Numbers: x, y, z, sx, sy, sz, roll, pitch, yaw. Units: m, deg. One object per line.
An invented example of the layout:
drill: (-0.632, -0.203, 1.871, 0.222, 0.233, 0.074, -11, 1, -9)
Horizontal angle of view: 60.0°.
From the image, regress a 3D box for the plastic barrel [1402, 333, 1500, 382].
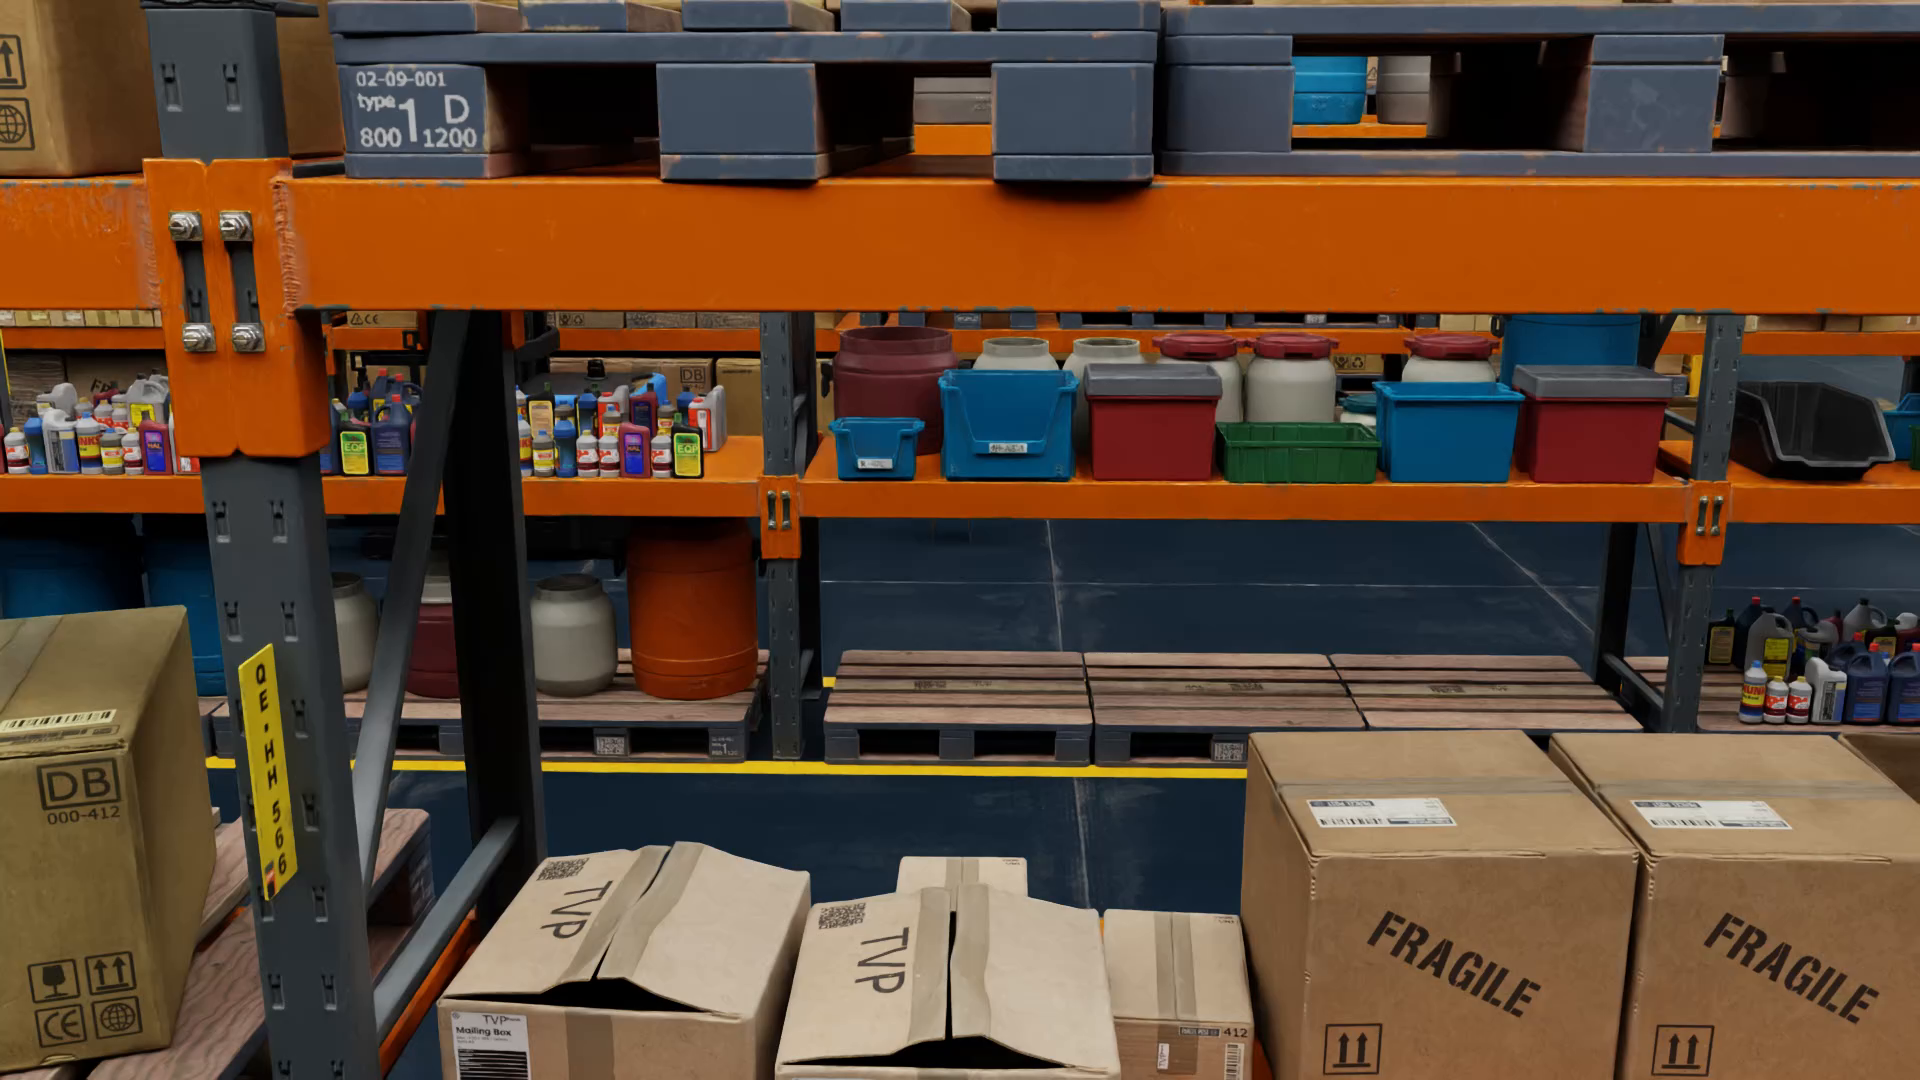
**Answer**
plastic barrel: (2.274, -0.677, 7.759, 0.433, 0.535, 0.433, 0, 15, 0)

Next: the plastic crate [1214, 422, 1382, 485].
plastic crate: (1.477, -0.386, 7.338, 0.662, 0.188, 0.450, 0, 15, 1)

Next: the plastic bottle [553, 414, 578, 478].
plastic bottle: (-1.729, -0.415, 7.284, 0.097, 0.271, 0.097, 0, 15, 0)

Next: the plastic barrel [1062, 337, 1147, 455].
plastic barrel: (0.681, -0.674, 7.796, 0.421, 0.512, 0.421, 0, 15, 0)

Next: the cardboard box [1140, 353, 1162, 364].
cardboard box: (1.992, -2.180, 17.309, 0.750, 0.750, 1.050, 0, 15, 1)

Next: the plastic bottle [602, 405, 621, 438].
plastic bottle: (-1.645, -0.535, 7.878, 0.097, 0.201, 0.097, 0, 15, 0)

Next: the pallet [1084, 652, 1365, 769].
pallet: (1.216, 0.797, 7.906, 1.213, 0.211, 1.003, 0, 15, 1)

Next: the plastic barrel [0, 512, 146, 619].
plastic barrel: (-4.229, 0.218, 7.922, 0.708, 0.901, 0.600, 0, 15, 1)

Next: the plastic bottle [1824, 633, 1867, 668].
plastic bottle: (4.025, 0.593, 7.541, 0.185, 0.351, 0.144, 0, 15, 1)

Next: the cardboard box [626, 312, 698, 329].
cardboard box: (-2.164, -1.834, 12.215, 0.500, 0.500, 0.500, 0, 15, 0)

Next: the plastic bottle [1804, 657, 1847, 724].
plastic bottle: (3.856, 0.664, 7.419, 0.135, 0.276, 0.152, 1, 15, 3)

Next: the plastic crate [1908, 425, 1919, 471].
plastic crate: (4.575, -0.366, 7.261, 0.662, 0.188, 0.450, 0, 15, 1)

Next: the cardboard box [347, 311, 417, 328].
cardboard box: (-4.192, -1.846, 12.260, 0.500, 0.500, 0.500, 0, 15, 2)

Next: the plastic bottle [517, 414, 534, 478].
plastic bottle: (-1.924, -0.416, 7.289, 0.097, 0.271, 0.097, 0, 15, 0)

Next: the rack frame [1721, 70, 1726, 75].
rack frame: (3.225, -3.450, 6.775, 0.127, 3.000, 1.000, 0, 15, 1)

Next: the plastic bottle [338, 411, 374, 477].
plastic bottle: (-2.650, -0.422, 7.288, 0.133, 0.283, 0.061, 0, 15, 1)

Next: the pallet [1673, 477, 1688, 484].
pallet: (5.247, -0.461, 12.674, 1.213, 0.211, 1.003, 0, 15, 1)

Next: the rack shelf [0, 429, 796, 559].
rack shelf: (-2.773, -0.240, 7.781, 4.000, 0.370, 1.077, 0, 15, 1)

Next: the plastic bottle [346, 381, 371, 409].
plastic bottle: (-2.902, -0.627, 8.064, 0.133, 0.283, 0.061, 0, 15, 1)

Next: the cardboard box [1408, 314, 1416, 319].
cardboard box: (3.574, -1.764, 12.639, 0.250, 0.149, 0.380, 0, 15, 1)

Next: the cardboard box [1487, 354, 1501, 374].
cardboard box: (5.108, -2.225, 17.236, 0.875, 0.875, 0.875, 0, 15, 2)

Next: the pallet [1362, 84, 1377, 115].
pallet: (2.737, -3.203, 12.088, 1.003, 0.211, 1.213, 0, 15, 1)

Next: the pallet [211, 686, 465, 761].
pallet: (-2.779, 0.770, 8.007, 1.213, 0.211, 1.003, 0, 15, 1)

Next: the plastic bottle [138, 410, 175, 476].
plastic bottle: (-3.529, -0.428, 7.310, 0.133, 0.283, 0.061, 0, 15, 1)

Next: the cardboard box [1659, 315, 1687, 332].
cardboard box: (5.059, -1.606, 12.040, 0.250, 0.149, 0.380, 0, 15, 1)

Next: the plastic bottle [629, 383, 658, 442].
plastic bottle: (-1.525, -0.618, 8.030, 0.133, 0.283, 0.061, 0, 15, 1)

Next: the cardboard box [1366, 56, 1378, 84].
cardboard box: (2.884, -3.544, 11.986, 0.637, 0.503, 0.797, 0, 15, -1)

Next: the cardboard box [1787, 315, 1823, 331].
cardboard box: (6.061, -1.622, 12.099, 0.250, 0.149, 0.380, 0, 15, 1)

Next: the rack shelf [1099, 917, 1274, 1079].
rack shelf: (1.096, 1.049, 2.894, 4.000, 0.370, 1.077, 0, 15, 1)

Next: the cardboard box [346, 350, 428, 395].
cardboard box: (-4.005, -1.041, 12.747, 0.875, 0.875, 1.225, 0, 15, 2)

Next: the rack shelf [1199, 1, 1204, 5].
rack shelf: (1.605, -6.712, 21.334, 4.000, 0.370, 1.077, 0, 15, 1)

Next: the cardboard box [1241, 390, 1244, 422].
cardboard box: (2.262, -0.834, 12.657, 0.500, 0.500, 0.700, 0, 15, 1)

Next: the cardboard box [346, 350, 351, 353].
cardboard box: (-6.317, -2.056, 17.437, 0.250, 0.149, 0.380, 1, 15, 4)

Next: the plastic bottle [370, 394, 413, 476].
plastic bottle: (-2.489, -0.464, 7.316, 0.185, 0.351, 0.144, 0, 15, 1)

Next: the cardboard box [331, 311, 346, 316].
cardboard box: (-4.933, -1.829, 12.887, 0.250, 0.149, 0.380, 0, 15, 2)

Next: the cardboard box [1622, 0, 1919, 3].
cardboard box: (1.185, -0.895, 2.442, 0.500, 0.250, 0.500, -1, 15, -3)

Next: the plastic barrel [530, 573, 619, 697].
plastic barrel: (-1.830, 0.445, 7.826, 0.421, 0.512, 0.421, 0, 15, 0)

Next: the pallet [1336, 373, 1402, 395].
pallet: (4.338, -1.703, 17.381, 1.213, 0.211, 1.003, 0, 15, 1)

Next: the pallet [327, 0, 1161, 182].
pallet: (-0.223, -0.689, 2.563, 1.003, 0.211, 1.213, 1, 15, 4)

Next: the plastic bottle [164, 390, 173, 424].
plastic bottle: (-3.664, -0.617, 7.894, 0.185, 0.351, 0.144, 0, 15, 1)

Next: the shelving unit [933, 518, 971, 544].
shelving unit: (-0.053, -0.508, 11.207, 0.252, 1.050, 0.215, 0, 15, 1)

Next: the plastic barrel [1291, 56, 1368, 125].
plastic barrel: (1.404, -2.198, 6.929, 0.708, 0.901, 0.600, 0, 15, 1)

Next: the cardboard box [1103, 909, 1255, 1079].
cardboard box: (0.372, 0.804, 2.907, 0.250, 0.149, 0.380, 1, 15, 6)

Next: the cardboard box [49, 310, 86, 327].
cardboard box: (-6.498, -1.671, 12.287, 0.250, 0.149, 0.380, 1, 15, 2)

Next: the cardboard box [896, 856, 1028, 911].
cardboard box: (0.002, 0.745, 3.129, 0.250, 0.149, 0.380, 0, 15, 1)

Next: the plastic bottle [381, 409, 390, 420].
plastic bottle: (-2.513, -0.458, 7.424, 0.133, 0.283, 0.061, 0, 15, 1)

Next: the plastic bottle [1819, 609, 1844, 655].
plastic bottle: (4.232, 0.474, 8.125, 0.133, 0.283, 0.061, 1, 15, 5)

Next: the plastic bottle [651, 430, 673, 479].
plastic bottle: (-1.304, -0.378, 7.283, 0.097, 0.201, 0.097, 0, 15, 0)

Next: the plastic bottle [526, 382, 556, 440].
plastic bottle: (-2.024, -0.621, 8.042, 0.133, 0.283, 0.061, 0, 15, 1)

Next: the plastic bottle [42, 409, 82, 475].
plastic bottle: (-3.953, -0.439, 7.365, 0.135, 0.276, 0.152, 0, 15, 1)

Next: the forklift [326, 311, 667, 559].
forklift: (-3.539, -1.427, 11.005, 3.031, 2.935, 1.130, 0, 15, 1)

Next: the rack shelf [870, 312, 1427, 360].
rack shelf: (1.352, -1.477, 12.469, 4.000, 0.370, 1.077, 0, 15, 1)

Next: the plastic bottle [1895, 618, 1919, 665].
plastic bottle: (4.551, 0.515, 7.970, 0.133, 0.283, 0.061, 0, 15, 1)

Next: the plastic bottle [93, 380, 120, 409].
plastic bottle: (-4.138, -0.635, 8.094, 0.133, 0.283, 0.061, 0, 15, 1)

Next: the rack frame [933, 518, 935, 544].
rack frame: (-0.175, -0.509, 11.210, 0.008, 1.050, 0.200, 0, 15, 1)
